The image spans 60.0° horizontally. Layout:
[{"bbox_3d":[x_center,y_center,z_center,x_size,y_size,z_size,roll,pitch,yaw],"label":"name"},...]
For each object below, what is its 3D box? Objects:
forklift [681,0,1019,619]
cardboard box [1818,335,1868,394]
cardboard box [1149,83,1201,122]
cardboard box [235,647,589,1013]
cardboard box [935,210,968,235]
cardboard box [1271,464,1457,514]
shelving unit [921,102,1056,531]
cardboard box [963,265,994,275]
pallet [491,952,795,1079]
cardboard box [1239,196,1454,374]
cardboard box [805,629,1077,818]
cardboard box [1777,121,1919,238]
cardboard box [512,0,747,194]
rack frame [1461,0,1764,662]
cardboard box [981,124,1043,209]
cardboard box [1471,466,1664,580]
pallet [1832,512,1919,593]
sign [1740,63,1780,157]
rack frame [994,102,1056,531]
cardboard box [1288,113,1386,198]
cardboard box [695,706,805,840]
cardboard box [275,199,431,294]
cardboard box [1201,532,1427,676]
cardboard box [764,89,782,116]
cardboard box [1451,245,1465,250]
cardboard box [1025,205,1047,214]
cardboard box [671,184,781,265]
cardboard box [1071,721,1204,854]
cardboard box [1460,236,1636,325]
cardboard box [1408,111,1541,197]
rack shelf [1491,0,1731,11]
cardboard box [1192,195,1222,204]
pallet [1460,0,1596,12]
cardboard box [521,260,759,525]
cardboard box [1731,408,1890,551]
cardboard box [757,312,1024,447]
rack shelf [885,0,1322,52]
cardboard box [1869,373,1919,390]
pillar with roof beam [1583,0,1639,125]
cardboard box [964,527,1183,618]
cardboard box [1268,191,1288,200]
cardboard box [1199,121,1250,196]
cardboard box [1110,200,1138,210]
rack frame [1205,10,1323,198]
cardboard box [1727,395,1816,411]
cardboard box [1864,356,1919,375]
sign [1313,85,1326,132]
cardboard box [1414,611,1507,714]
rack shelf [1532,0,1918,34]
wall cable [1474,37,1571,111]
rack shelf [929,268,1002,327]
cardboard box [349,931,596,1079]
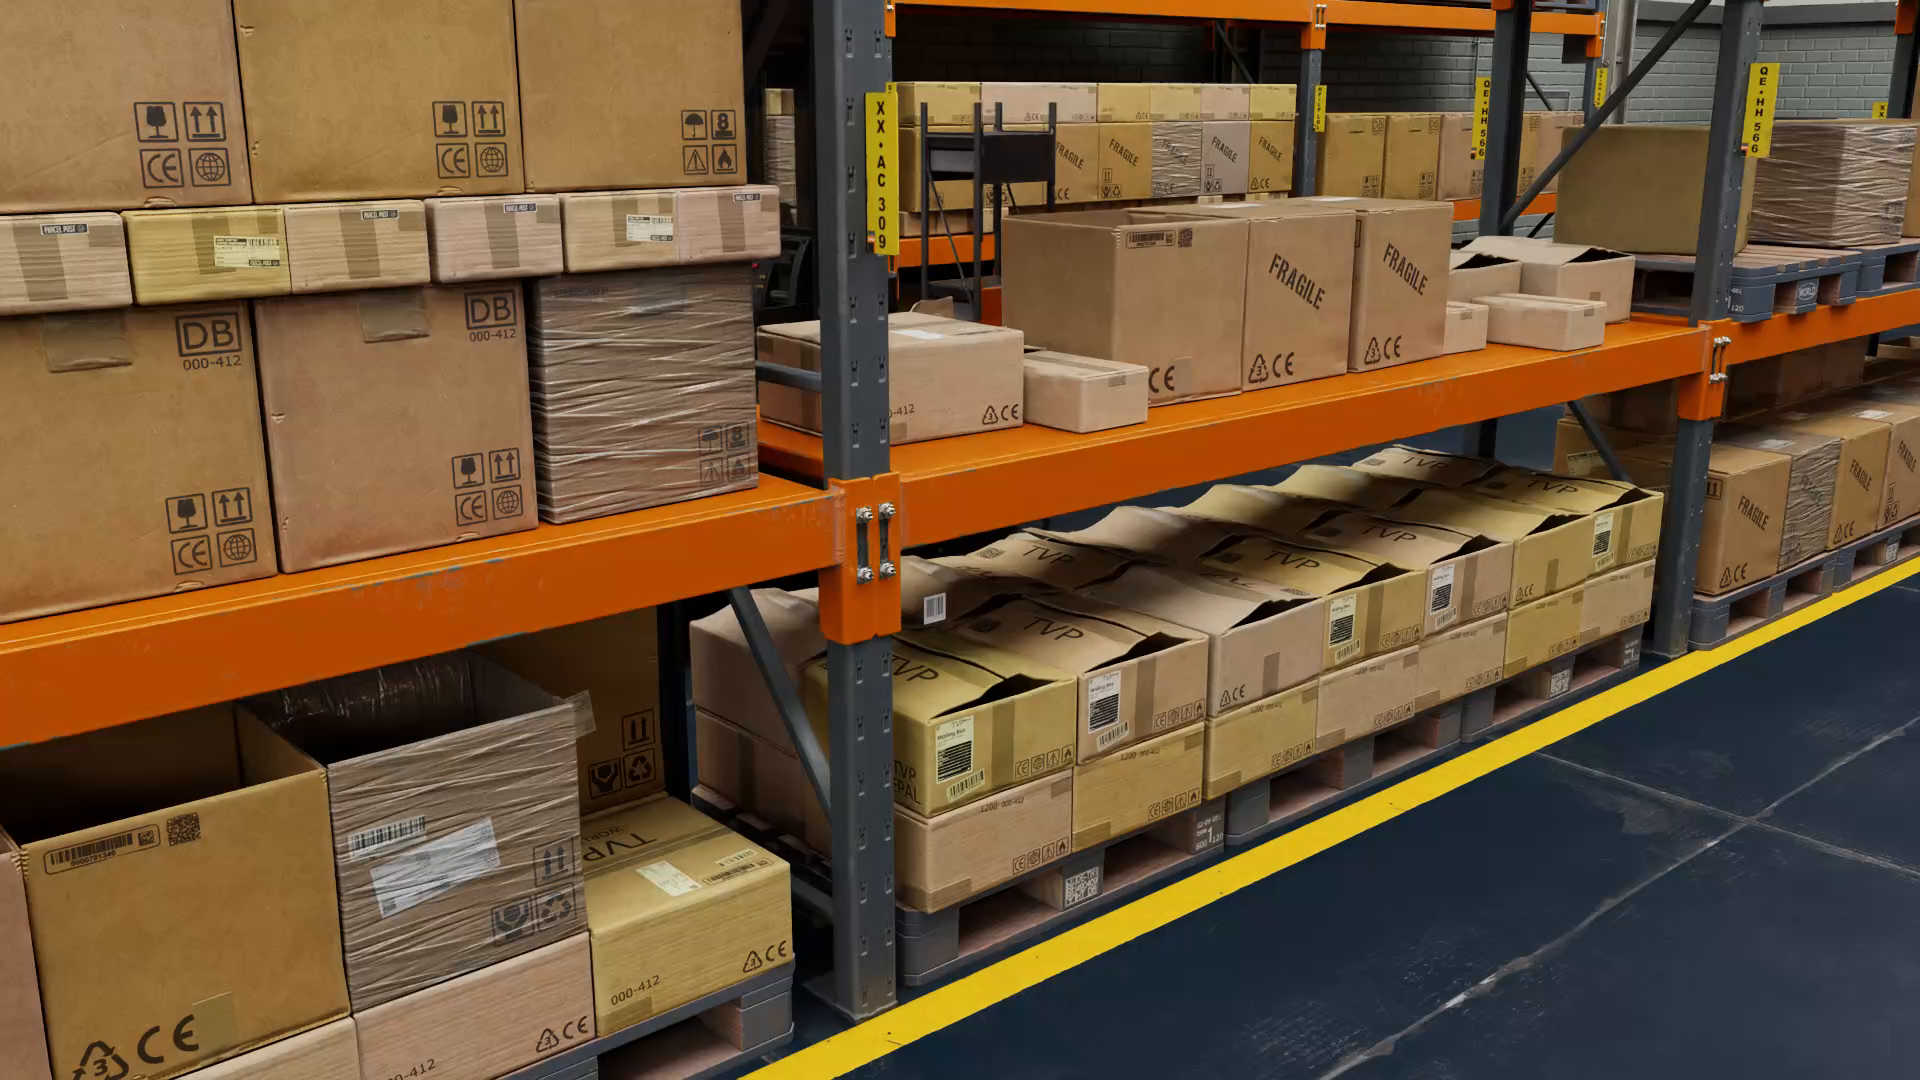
[{"bbox_3d":[-1.099,-1.113,6.739,1.130,2.935,3.031,14,20,41],"label":"forklift"},{"bbox_3d":[4.230,-0.925,8.437,0.500,0.250,0.500,-13,19,-39],"label":"cardboard box"},{"bbox_3d":[1.294,-2.989,11.366,0.500,0.250,0.500,-12,19,-38],"label":"cardboard box"},{"bbox_3d":[-1.117,0.561,3.400,0.500,0.500,0.500,-13,19,-39],"label":"cardboard box"},{"bbox_3d":[-0.167,-1.987,10.326,0.250,0.149,0.380,-12,19,-39],"label":"cardboard box"},{"bbox_3d":[1.513,-0.107,6.266,0.500,0.311,0.500,-13,20,-41],"label":"cardboard box"},{"bbox_3d":[0.135,-1.046,8.097,0.503,2.100,0.431,-13,20,-41],"label":"shelving unit"},{"bbox_3d":[0.543,-1.458,11.248,0.750,0.750,0.750,-13,20,-40],"label":"cardboard box"},{"bbox_3d":[-1.153,1.068,3.844,1.213,0.211,1.003,-13,19,-39],"label":"pallet"},{"bbox_3d":[1.237,-0.845,5.406,0.500,0.500,0.500,-14,20,-42],"label":"cardboard box"},{"bbox_3d":[-0.050,0.427,4.267,0.500,0.311,0.500,-13,19,-39],"label":"cardboard box"},{"bbox_3d":[4.217,-1.701,7.799,0.700,0.500,0.500,10,18,33],"label":"cardboard box"},{"bbox_3d":[-0.856,-1.005,3.492,0.500,0.500,0.700,-13,19,-39],"label":"cardboard box"},{"bbox_3d":[2.492,-1.084,6.495,0.127,3.000,1.000,-13,19,-39],"label":"rack frame"},{"bbox_3d":[0.173,-2.369,10.496,0.500,0.500,0.500,-12,19,-38],"label":"cardboard box"},{"bbox_3d":[2.258,-0.092,6.211,0.500,0.311,0.500,-12,19,-38],"label":"cardboard box"},{"bbox_3d":[4.000,-0.061,8.070,1.213,0.211,1.003,-13,19,-39],"label":"pallet"},{"bbox_3d":[2.859,-1.536,5.943,0.005,0.325,0.100,-13,19,-39],"label":"sign"},{"bbox_3d":[0.313,-1.089,8.258,0.015,2.100,0.400,-13,20,-41],"label":"rack frame"},{"bbox_3d":[2.675,-2.959,12.933,0.700,0.700,0.980,-12,19,-39],"label":"cardboard box"},{"bbox_3d":[-0.403,0.593,4.733,0.500,0.250,0.500,-13,20,-40],"label":"cardboard box"},{"bbox_3d":[-1.171,-0.549,3.042,0.250,0.149,0.380,-13,20,-39],"label":"cardboard box"},{"bbox_3d":[1.109,0.166,5.243,0.500,0.311,0.500,-12,19,-38],"label":"cardboard box"},{"bbox_3d":[-1.236,-2.500,9.494,0.380,0.149,0.250,12,19,38],"label":"cardboard box"},{"bbox_3d":[4.202,-2.505,14.589,0.250,0.149,0.380,-12,19,-39],"label":"cardboard box"},{"bbox_3d":[0.388,-2.128,10.853,0.250,0.149,0.380,-12,19,-38],"label":"cardboard box"},{"bbox_3d":[-0.590,-0.680,3.533,0.250,0.149,0.380,-13,20,-39],"label":"cardboard box"},{"bbox_3d":[0.328,0.613,4.657,0.500,0.250,0.500,-12,19,-38],"label":"cardboard box"},{"bbox_3d":[2.189,-0.988,6.307,0.500,0.311,0.500,-11,19,-36],"label":"cardboard box"},{"bbox_3d":[4.353,-3.334,14.337,0.700,0.700,0.980,-13,20,-40],"label":"cardboard box"},{"bbox_3d":[0.983,-1.847,4.932,4.000,0.370,1.077,-13,19,-39],"label":"rack shelf"},{"bbox_3d":[1.625,-2.362,11.730,0.250,0.149,0.380,-13,19,-39],"label":"cardboard box"},{"bbox_3d":[4.720,-4.681,14.323,1.213,0.211,1.003,-13,19,-39],"label":"pallet"},{"bbox_3d":[-0.856,-0.378,3.659,0.500,0.500,0.700,-13,20,-41],"label":"cardboard box"},{"bbox_3d":[3.796,-0.284,7.491,0.500,0.500,0.500,-13,20,-40],"label":"cardboard box"},{"bbox_3d":[-0.183,-0.426,4.321,0.500,0.250,0.500,-11,19,-36],"label":"cardboard box"},{"bbox_3d":[0.746,-3.488,11.077,4.000,0.370,1.077,-13,19,-39],"label":"rack shelf"},{"bbox_3d":[4.947,-0.545,8.468,0.500,0.500,0.500,-13,19,-39],"label":"cardboard box"},{"bbox_3d":[9.567,-6.089,13.607,0.400,9.000,9.100,-13,19,-39],"label":"pillar with roof beam"},{"bbox_3d":[0.358,0.151,5.301,0.500,0.311,0.500,-13,20,-40],"label":"cardboard box"},{"bbox_3d":[2.186,-2.501,12.249,0.250,0.149,0.380,-12,19,-39],"label":"cardboard box"},{"bbox_3d":[1.694,-2.711,11.778,0.500,0.500,0.500,-12,19,-39],"label":"cardboard box"},{"bbox_3d":[0.990,-2.252,11.315,0.250,0.149,0.380,-12,19,-38],"label":"cardboard box"},{"bbox_3d":[2.255,-2.725,12.640,0.127,3.000,1.000,-13,19,-39],"label":"rack frame"},{"bbox_3d":[3.826,-0.470,8.190,0.500,0.500,0.500,-14,20,-41],"label":"cardboard box"},{"bbox_3d":[4.984,-0.732,9.168,0.500,0.500,0.500,-14,20,-42],"label":"cardboard box"},{"bbox_3d":[2.618,-3.142,12.111,0.005,0.325,0.100,-13,19,-39],"label":"sign"},{"bbox_3d":[1.487,0.351,5.638,0.500,0.250,0.500,-12,19,-38],"label":"cardboard box"},{"bbox_3d":[4.001,-2.524,7.469,4.000,0.370,1.077,-13,19,-39],"label":"rack shelf"},{"bbox_3d":[5.617,-4.295,16.547,1.851,1.984,0.084,-13,19,-39],"label":"wall cable"},{"bbox_3d":[0.135,-1.033,8.101,0.480,0.518,0.431,-13,20,-41],"label":"rack shelf"},{"bbox_3d":[-1.116,0.923,3.495,0.500,0.250,0.500,-13,19,-39],"label":"cardboard box"}]
